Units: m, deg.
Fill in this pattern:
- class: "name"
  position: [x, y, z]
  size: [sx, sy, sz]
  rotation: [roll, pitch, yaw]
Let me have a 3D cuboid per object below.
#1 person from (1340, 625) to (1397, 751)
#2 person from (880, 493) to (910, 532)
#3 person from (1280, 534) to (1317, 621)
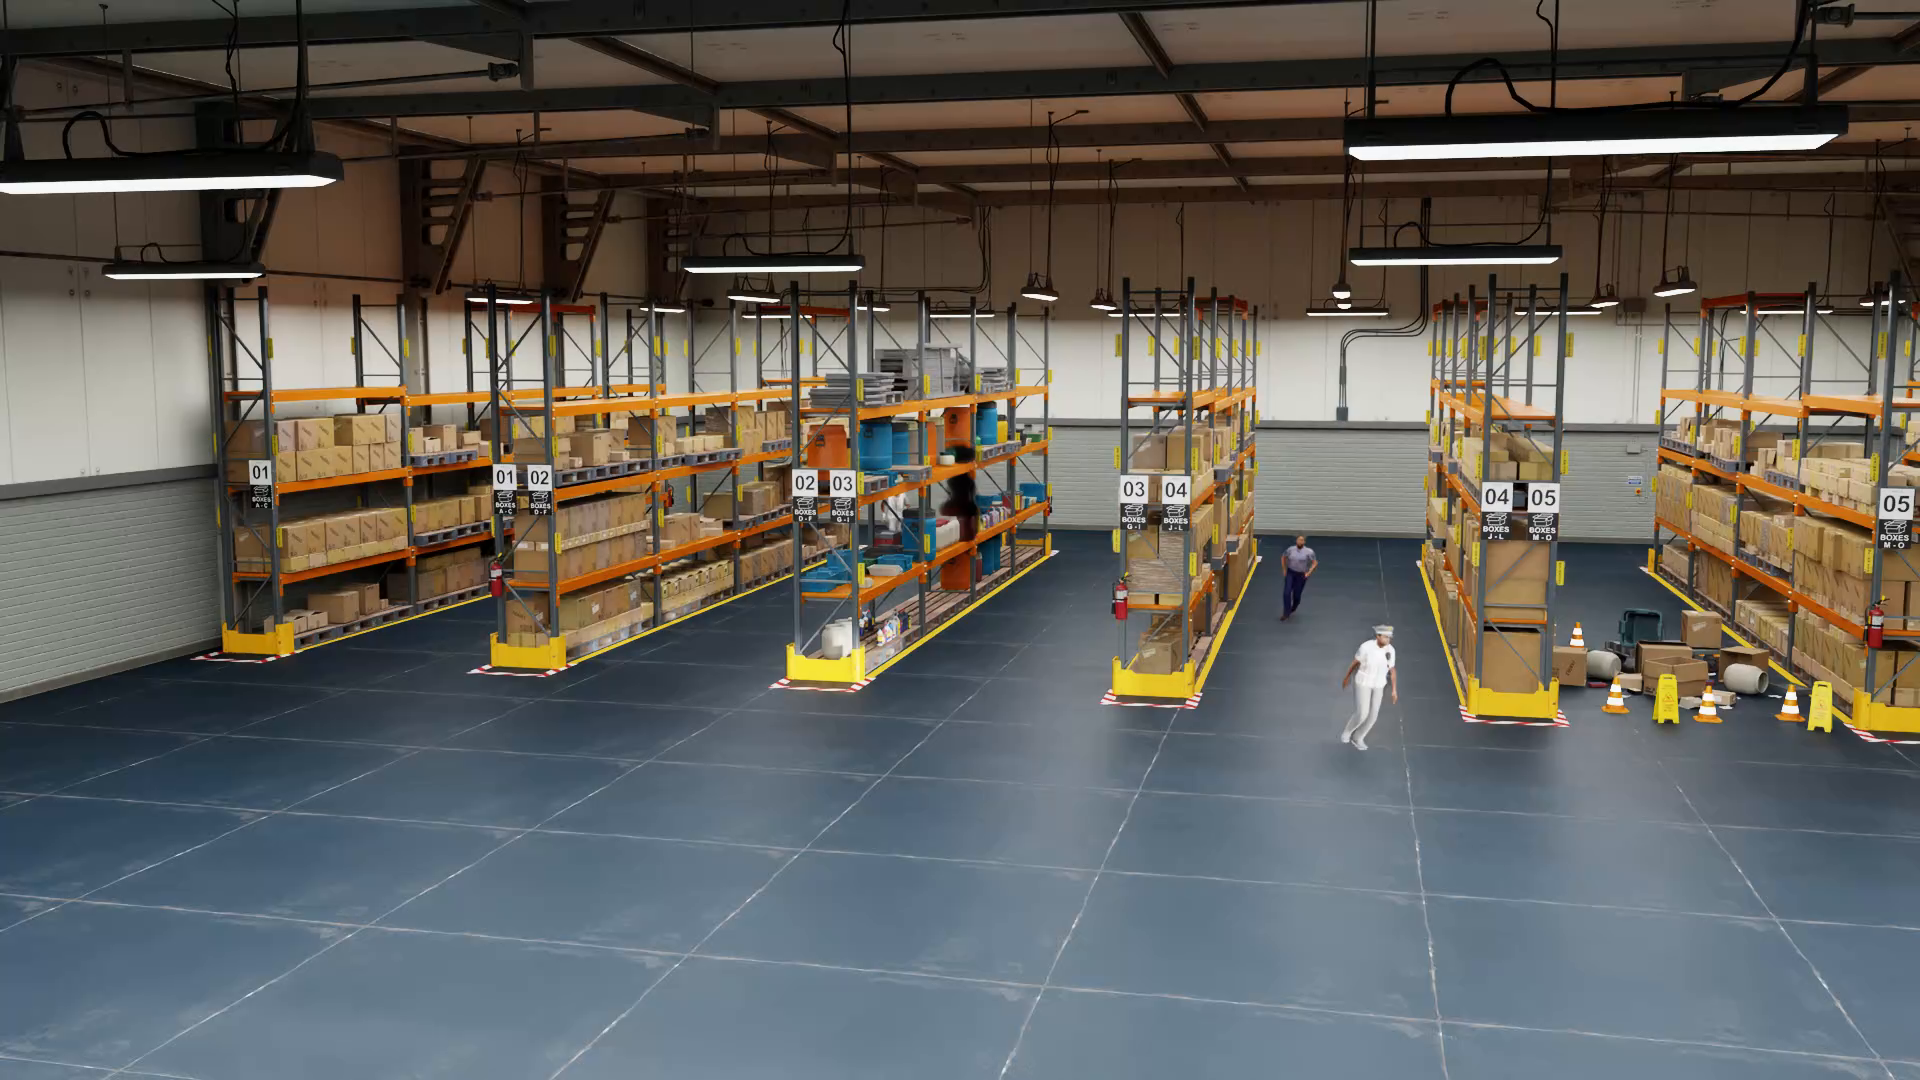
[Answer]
- class: "person"
  position: [5.104, 1.840, 20.737]
  size: [0.597, 1.614, 0.580]
  rotation: [-2, 7, -15]
- class: "person"
  position: [-1.568, -0.509, 40.478]
  size: [0.722, 1.779, 0.845]
  rotation: [-1, 7, -8]
- class: "person"
  position: [6.279, 0.720, 30.903]
  size: [0.655, 1.512, 0.672]
  rotation: [2, 7, 19]
